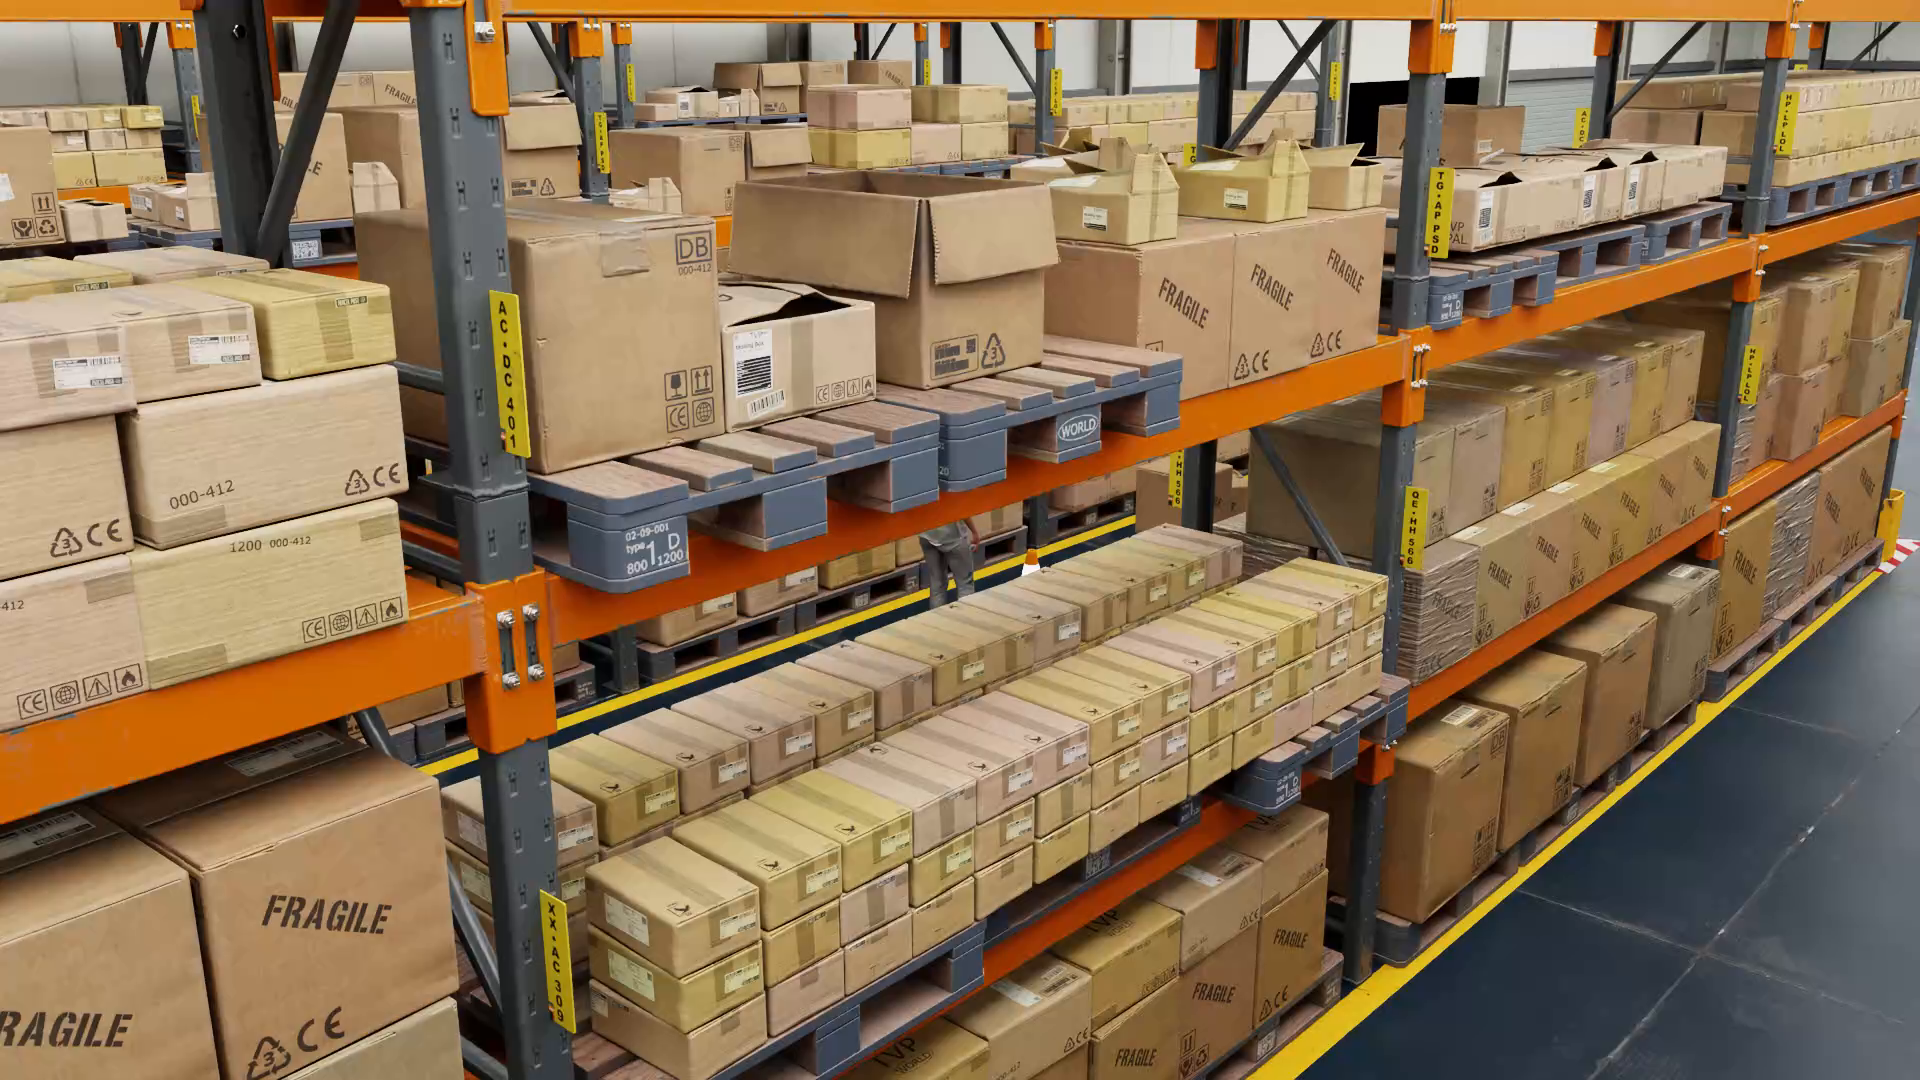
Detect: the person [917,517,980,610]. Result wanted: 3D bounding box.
[{"bbox_3d":[-0.048,0.002,10.688,0.520,1.500,0.475,15,23,39],"label":"person"}]
